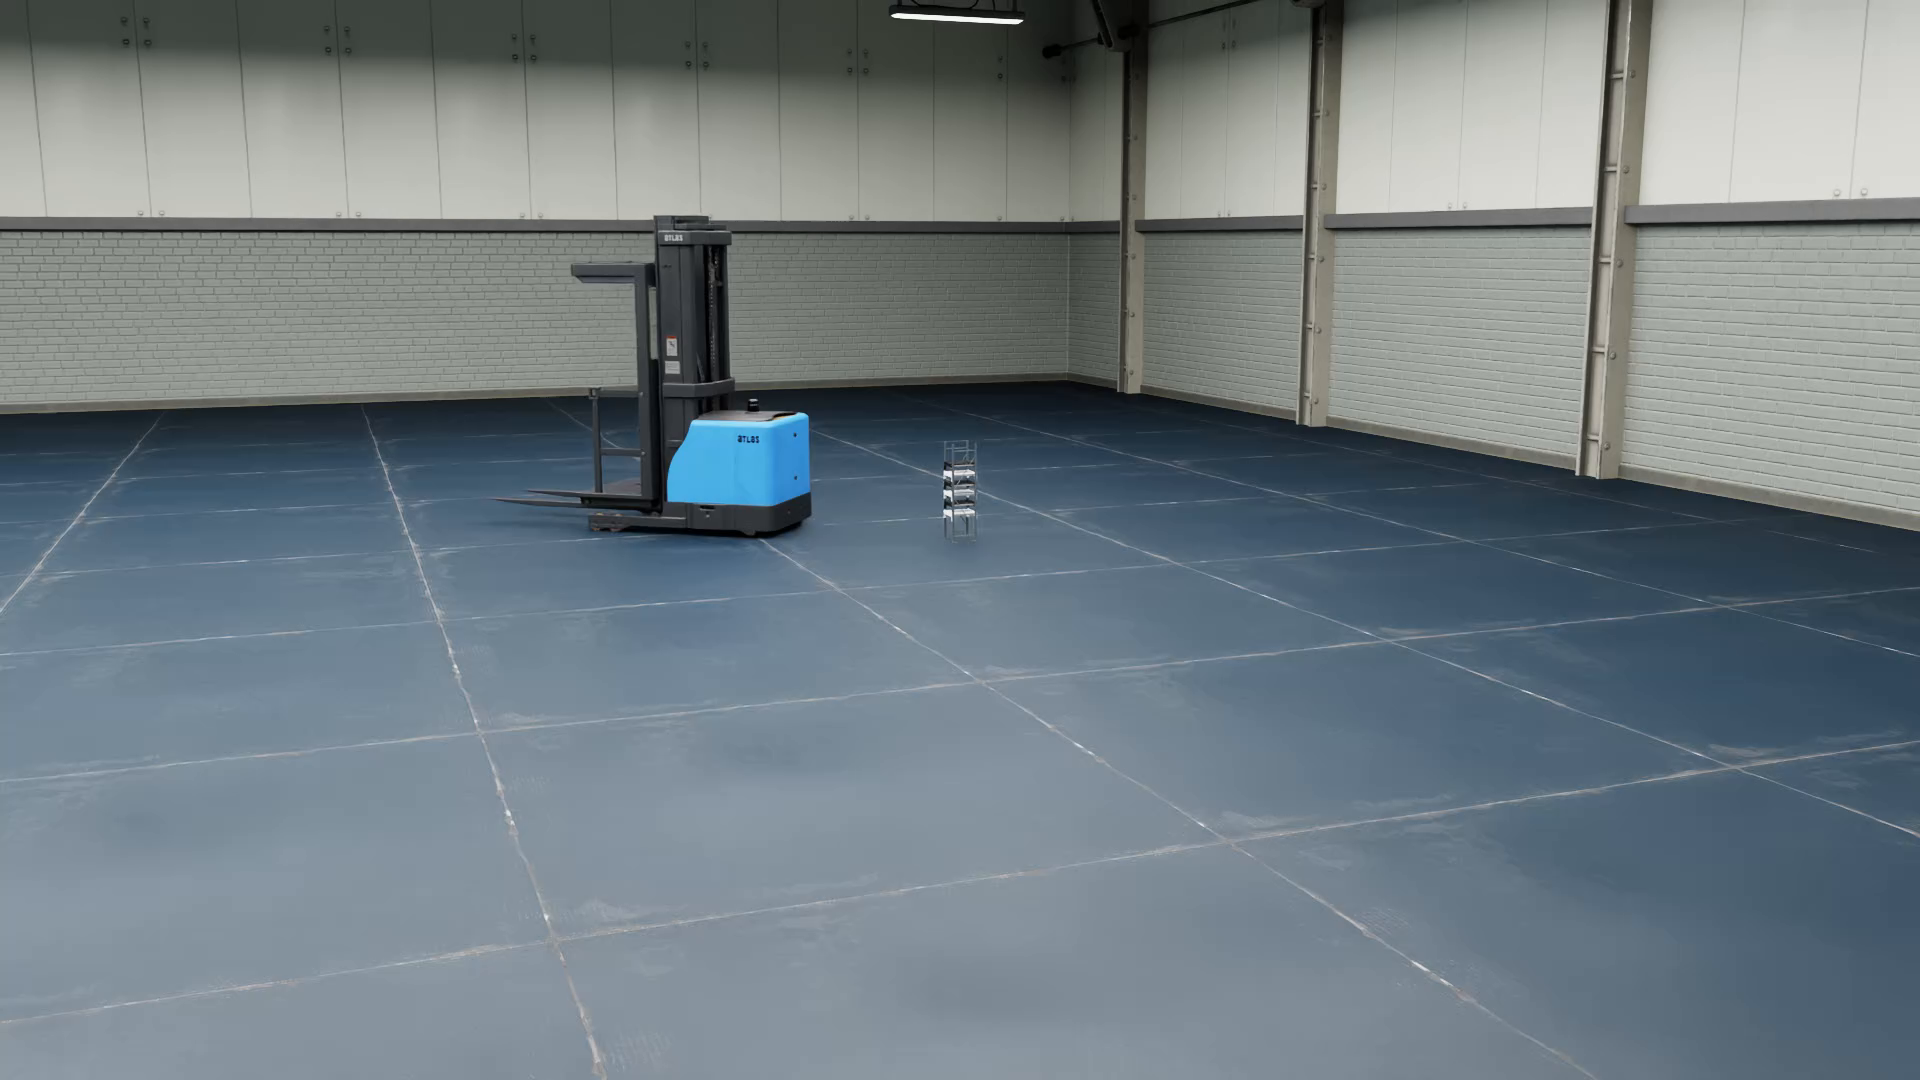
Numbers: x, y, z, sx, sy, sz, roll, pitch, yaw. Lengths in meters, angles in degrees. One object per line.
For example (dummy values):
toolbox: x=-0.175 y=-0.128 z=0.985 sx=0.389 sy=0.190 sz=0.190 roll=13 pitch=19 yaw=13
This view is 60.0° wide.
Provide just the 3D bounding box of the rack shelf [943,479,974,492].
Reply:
rack shelf: x=0.003 y=-0.498 z=15.154 sx=0.258 sy=0.077 sz=0.200 roll=-4 pitch=11 yaw=-21

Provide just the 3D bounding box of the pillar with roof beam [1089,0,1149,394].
pillar with roof beam: x=-0.910 y=-6.860 z=28.123 sx=9.100 sy=9.000 sz=0.548 roll=-4 pitch=11 yaw=-21

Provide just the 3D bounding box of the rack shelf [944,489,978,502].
rack shelf: x=0.003 y=-0.409 z=15.170 sx=0.258 sy=0.077 sz=0.200 roll=-4 pitch=11 yaw=-21

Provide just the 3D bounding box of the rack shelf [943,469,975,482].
rack shelf: x=0.003 y=-0.586 z=15.138 sx=0.258 sy=0.077 sz=0.200 roll=-4 pitch=11 yaw=-21

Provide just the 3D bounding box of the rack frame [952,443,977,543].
rack frame: x=0.040 y=-0.425 z=15.070 sx=0.240 sy=0.900 sz=0.006 roll=-4 pitch=11 yaw=-21

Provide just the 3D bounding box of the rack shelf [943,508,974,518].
rack shelf: x=0.003 y=-0.232 z=15.201 sx=0.258 sy=0.077 sz=0.200 roll=-4 pitch=11 yaw=-21

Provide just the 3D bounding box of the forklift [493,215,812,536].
forklift: x=-3.017 y=-1.605 z=15.903 sx=3.031 sy=2.935 sz=1.130 roll=3 pitch=10 yaw=16

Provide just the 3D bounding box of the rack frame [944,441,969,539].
rack frame: x=-0.034 y=-0.458 z=15.257 sx=0.240 sy=0.900 sz=0.006 roll=-4 pitch=11 yaw=-21

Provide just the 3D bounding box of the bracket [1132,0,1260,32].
bracket: x=3.856 y=-8.395 z=26.472 sx=0.076 sy=0.066 sz=4.783 roll=-4 pitch=11 yaw=-21

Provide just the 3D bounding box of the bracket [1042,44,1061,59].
bracket: x=1.762 y=-9.338 z=31.772 sx=0.235 sy=0.232 sz=0.430 roll=-4 pitch=11 yaw=-21

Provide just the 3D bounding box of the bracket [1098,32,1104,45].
bracket: x=2.621 y=-8.951 z=29.597 sx=0.235 sy=0.232 sz=0.430 roll=-4 pitch=11 yaw=-21

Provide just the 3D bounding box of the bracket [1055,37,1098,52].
bracket: x=1.976 y=-9.241 z=31.230 sx=0.076 sy=0.066 sz=3.189 roll=-4 pitch=11 yaw=-21

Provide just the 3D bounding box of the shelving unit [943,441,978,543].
shelving unit: x=0.003 y=-0.442 z=15.164 sx=0.258 sy=0.900 sz=0.210 roll=-4 pitch=11 yaw=-21

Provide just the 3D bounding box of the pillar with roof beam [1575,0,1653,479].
pillar with roof beam: x=3.439 y=-4.902 z=17.111 sx=9.100 sy=9.000 sz=0.400 roll=-4 pitch=11 yaw=-21

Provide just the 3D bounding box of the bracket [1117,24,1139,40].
bracket: x=2.922 y=-8.816 z=28.836 sx=0.235 sy=0.232 sz=0.430 roll=-4 pitch=11 yaw=-21

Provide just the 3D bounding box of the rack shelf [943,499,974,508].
rack shelf: x=0.003 y=-0.320 z=15.185 sx=0.258 sy=0.077 sz=0.200 roll=-4 pitch=11 yaw=-21

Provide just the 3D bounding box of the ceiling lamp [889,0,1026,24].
ceiling lamp: x=-0.121 y=-9.062 z=23.832 sx=2.000 sy=3.185 sz=0.800 roll=-4 pitch=11 yaw=-21

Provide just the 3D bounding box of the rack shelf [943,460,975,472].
rack shelf: x=0.003 y=-0.675 z=15.122 sx=0.258 sy=0.077 sz=0.200 roll=-4 pitch=11 yaw=-21

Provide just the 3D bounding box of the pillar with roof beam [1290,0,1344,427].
pillar with roof beam: x=1.264 y=-5.881 z=22.617 sx=9.100 sy=9.000 sz=0.548 roll=-4 pitch=11 yaw=-21
